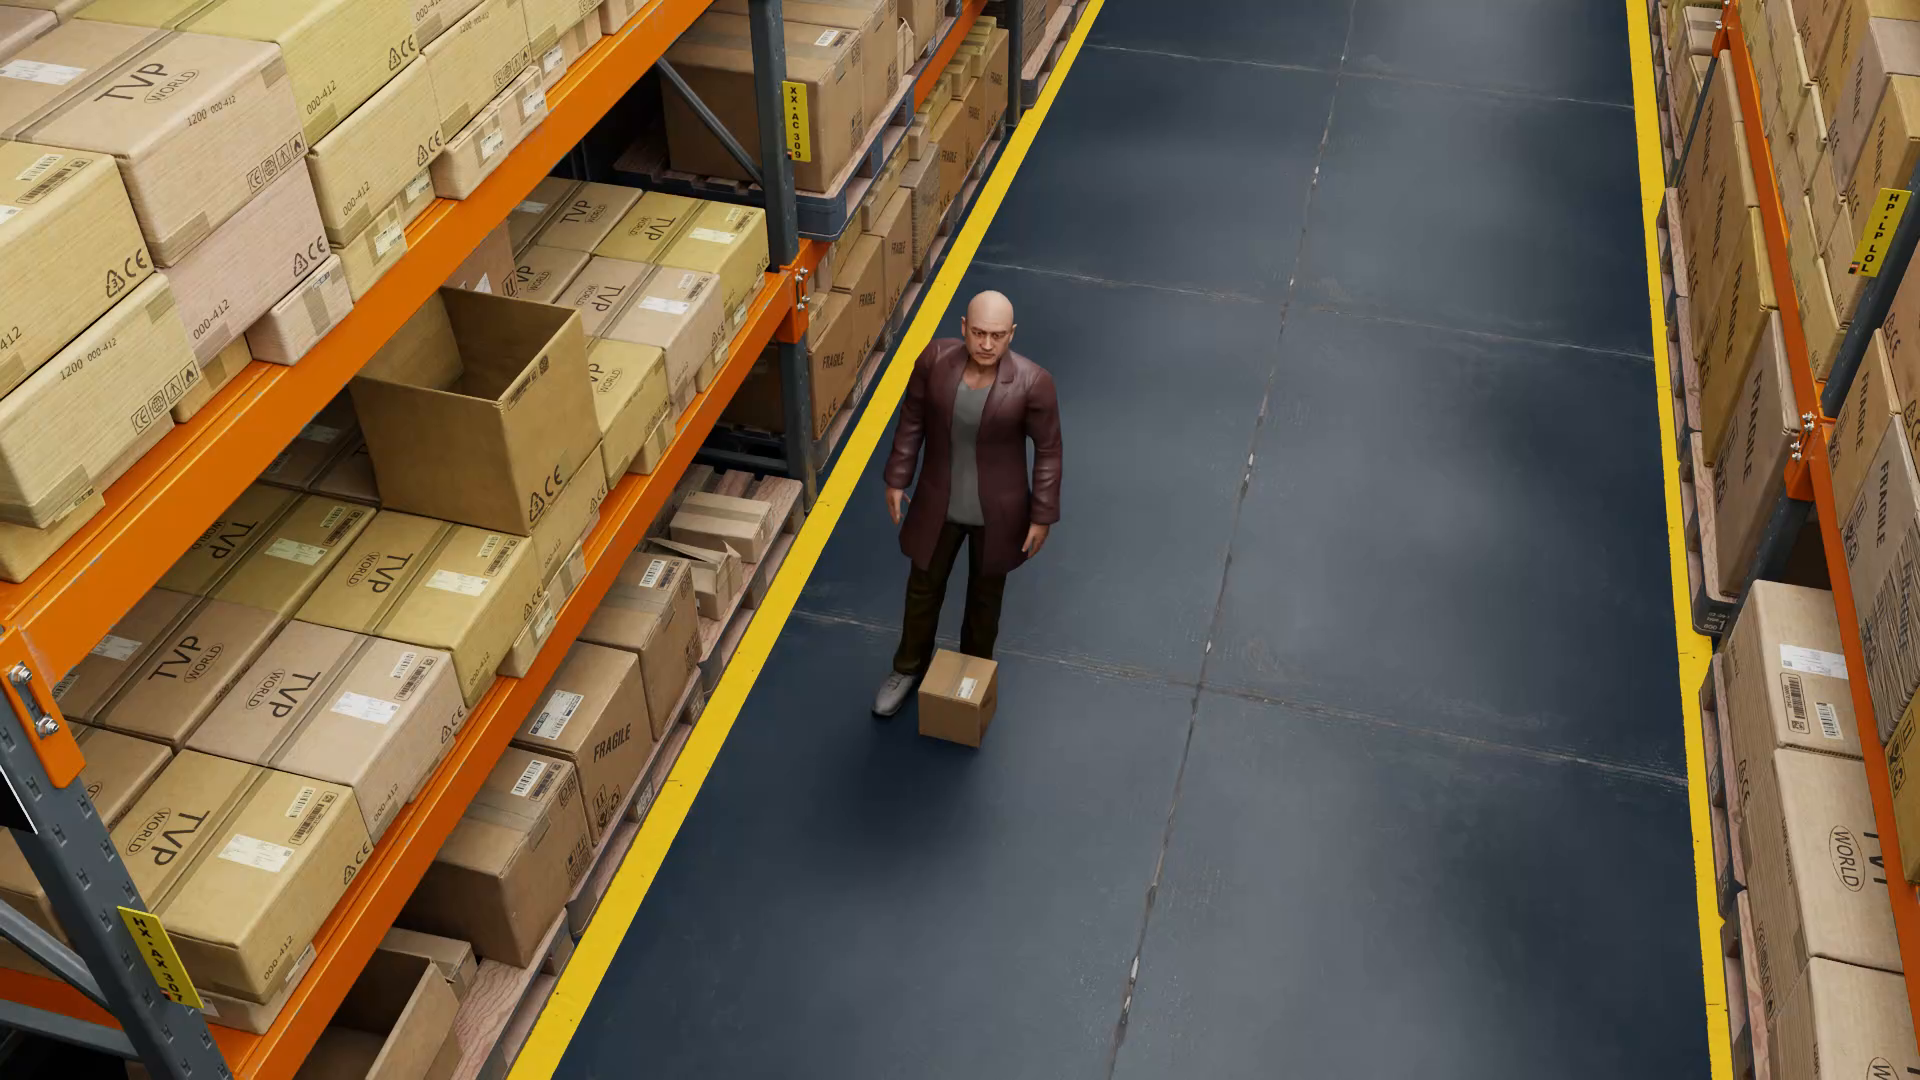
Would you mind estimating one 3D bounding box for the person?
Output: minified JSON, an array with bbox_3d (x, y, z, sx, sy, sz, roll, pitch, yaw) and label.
[{"bbox_3d":[0.021,-0.083,6.253,0.694,1.775,0.582,10,42,12],"label":"person"}]
